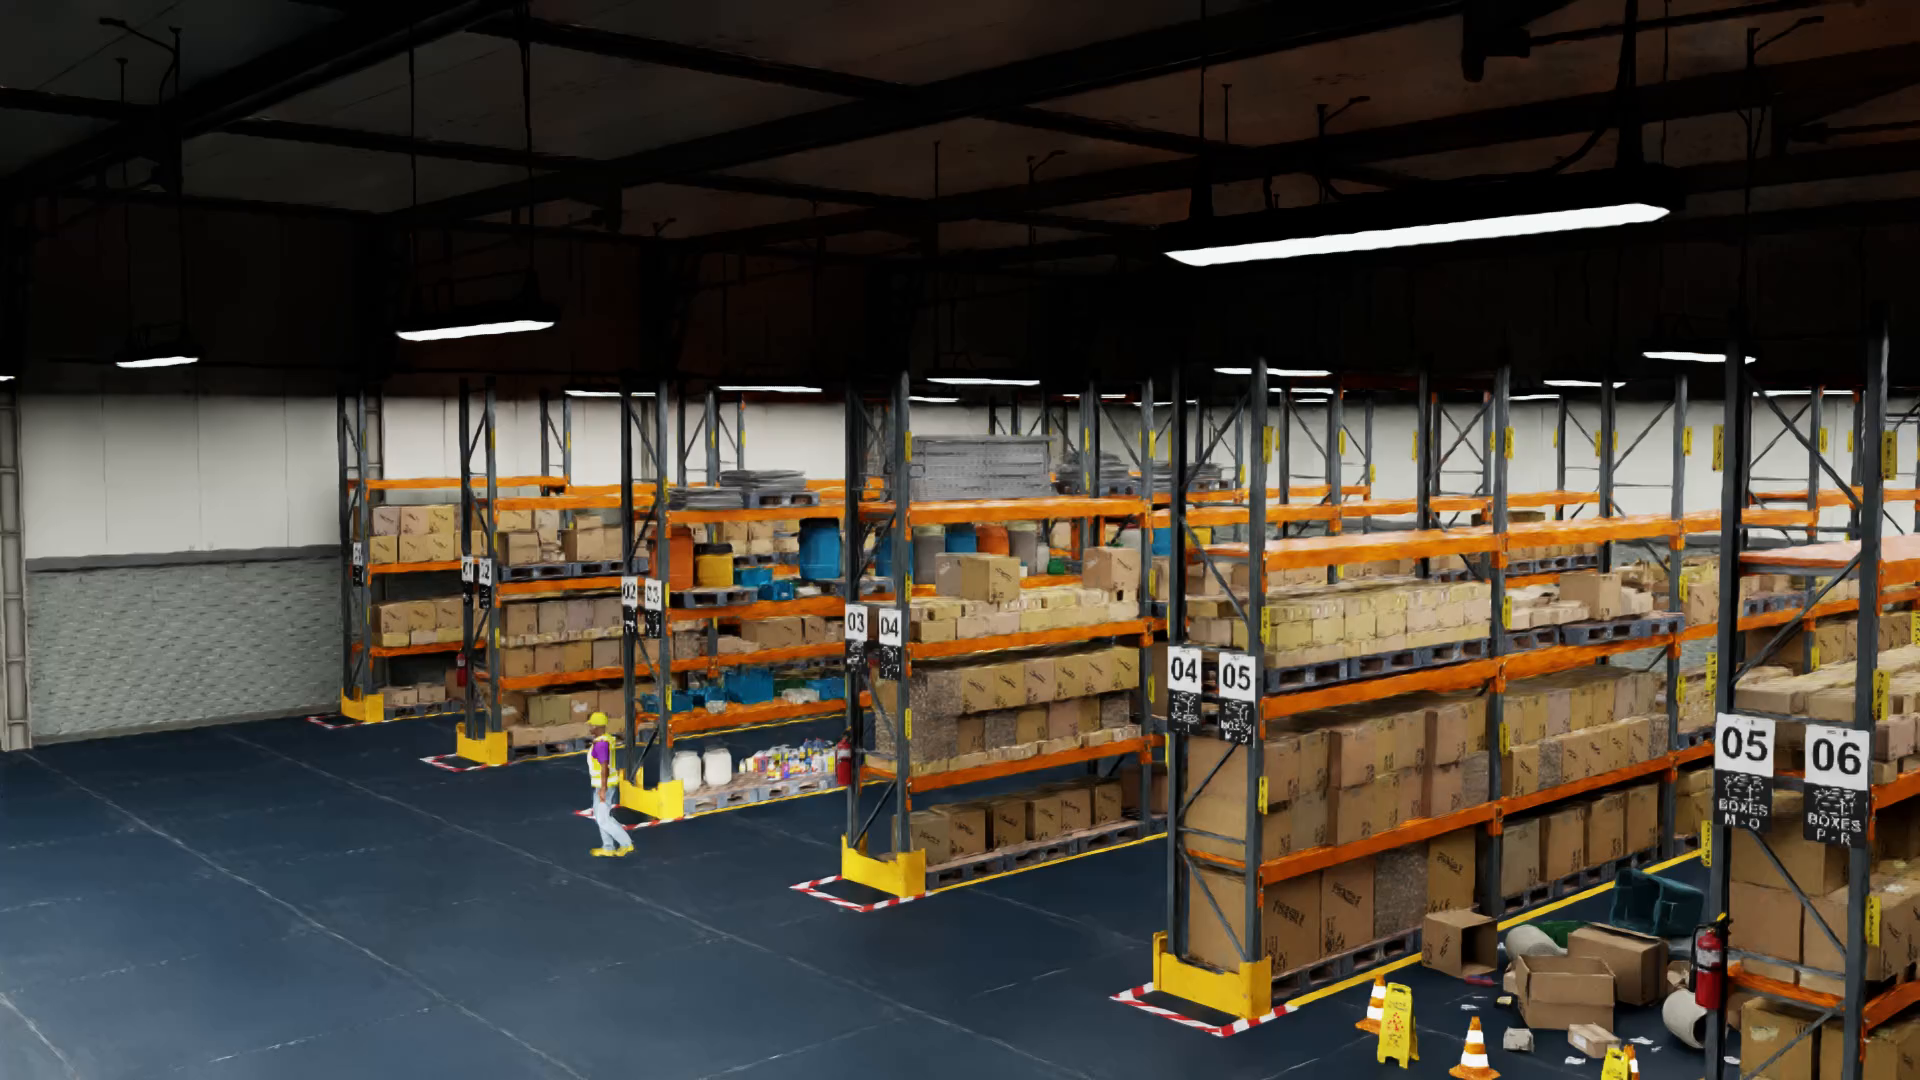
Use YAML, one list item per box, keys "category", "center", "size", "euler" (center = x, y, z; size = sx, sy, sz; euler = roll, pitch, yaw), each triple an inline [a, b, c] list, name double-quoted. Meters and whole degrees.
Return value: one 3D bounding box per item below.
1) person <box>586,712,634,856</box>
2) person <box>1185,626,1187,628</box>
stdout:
- category: "person"
  center: [-4.253, 2.967, 20.192]
  size: [0.582, 1.753, 0.611]
  euler: [0, 4, -6]
- category: "person"
  center: [4.802, 2.080, 34.328]
  size: [0.531, 1.676, 0.682]
  euler: [-4, 5, -44]
